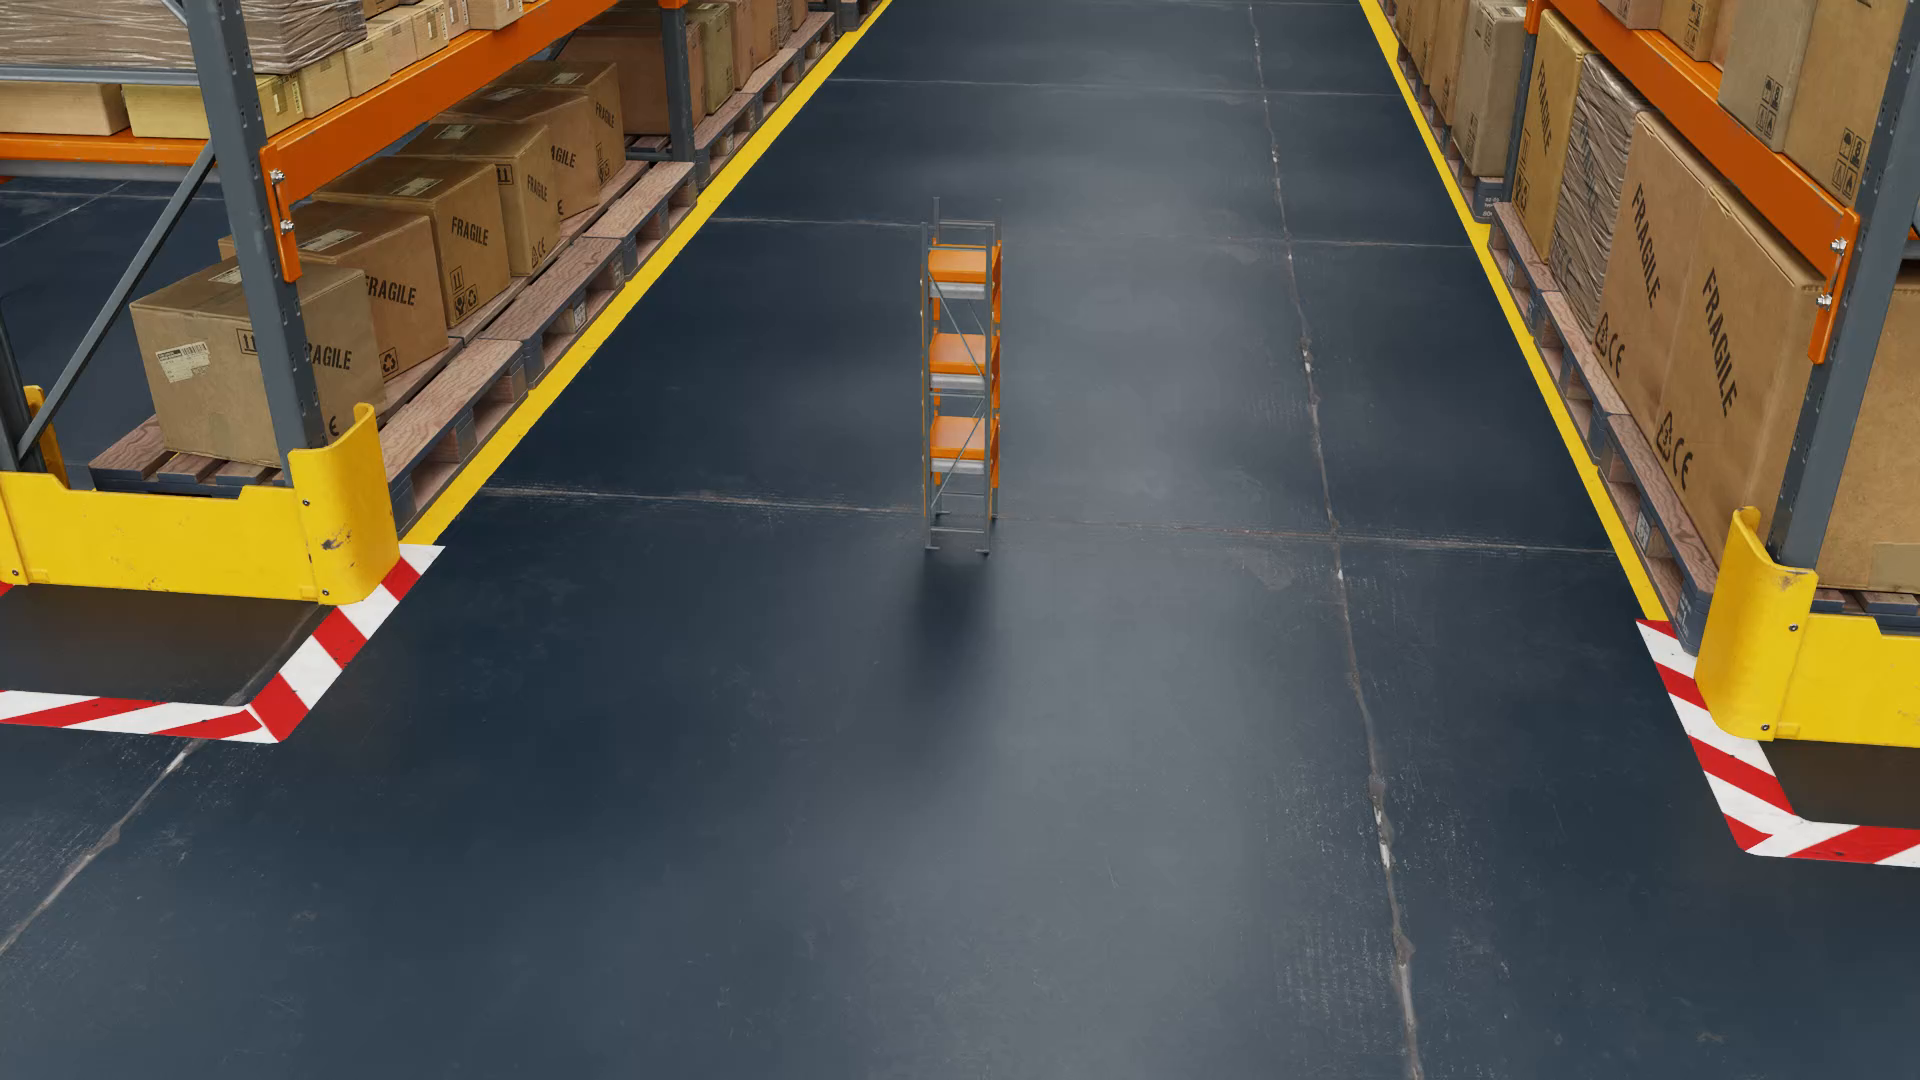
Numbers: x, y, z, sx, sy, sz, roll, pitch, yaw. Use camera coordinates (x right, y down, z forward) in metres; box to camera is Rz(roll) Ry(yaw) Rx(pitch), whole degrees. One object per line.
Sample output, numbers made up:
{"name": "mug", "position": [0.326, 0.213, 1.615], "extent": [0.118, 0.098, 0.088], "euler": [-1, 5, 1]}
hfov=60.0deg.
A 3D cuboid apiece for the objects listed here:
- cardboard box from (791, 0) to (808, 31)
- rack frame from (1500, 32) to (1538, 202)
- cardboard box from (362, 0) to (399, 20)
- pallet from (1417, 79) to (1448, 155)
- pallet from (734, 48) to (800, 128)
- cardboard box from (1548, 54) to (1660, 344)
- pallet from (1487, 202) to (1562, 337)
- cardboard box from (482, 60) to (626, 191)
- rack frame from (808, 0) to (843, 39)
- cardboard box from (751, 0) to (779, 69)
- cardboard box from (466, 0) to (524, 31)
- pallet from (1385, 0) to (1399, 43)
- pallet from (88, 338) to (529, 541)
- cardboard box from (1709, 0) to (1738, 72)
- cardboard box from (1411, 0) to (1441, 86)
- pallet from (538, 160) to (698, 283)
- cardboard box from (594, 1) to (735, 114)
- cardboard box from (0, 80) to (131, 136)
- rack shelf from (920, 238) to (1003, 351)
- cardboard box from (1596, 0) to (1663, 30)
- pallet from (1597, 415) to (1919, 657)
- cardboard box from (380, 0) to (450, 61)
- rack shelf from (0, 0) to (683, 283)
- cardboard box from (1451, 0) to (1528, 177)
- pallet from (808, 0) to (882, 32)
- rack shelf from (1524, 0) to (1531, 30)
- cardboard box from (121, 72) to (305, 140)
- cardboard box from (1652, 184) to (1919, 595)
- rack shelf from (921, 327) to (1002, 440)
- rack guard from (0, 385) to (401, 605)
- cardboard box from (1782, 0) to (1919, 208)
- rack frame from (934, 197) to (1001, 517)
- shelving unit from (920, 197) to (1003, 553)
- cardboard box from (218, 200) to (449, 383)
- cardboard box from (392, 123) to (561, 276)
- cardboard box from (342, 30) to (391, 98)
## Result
{"name": "cardboard box", "position": [-1.416, -3.747, 11.213], "extent": [0.700, 0.500, 0.500], "euler": [2, 28, 4]}
{"name": "rack frame", "position": [3.067, -2.751, 7.194], "extent": [1.000, 3.000, 0.127], "euler": [3, 28, 6]}
{"name": "cardboard box", "position": [-2.297, -1.879, 5.156], "extent": [0.875, 0.500, 0.500], "euler": [3, 28, 6]}
{"name": "pallet", "position": [3.234, -2.467, 9.607], "extent": [1.003, 0.211, 1.213], "euler": [3, 28, 6]}
{"name": "pallet", "position": [-1.603, -2.802, 10.228], "extent": [1.003, 0.211, 1.213], "euler": [3, 28, 6]}
{"name": "cardboard box", "position": [2.814, -1.284, 6.268], "extent": [0.875, 0.875, 0.875], "euler": [4, 29, 7]}
{"name": "pallet", "position": [2.896, -1.170, 7.199], "extent": [1.003, 0.211, 1.213], "euler": [3, 28, 6]}
{"name": "cardboard box", "position": [-1.932, -1.985, 7.965], "extent": [0.500, 0.500, 0.500], "euler": [3, 28, 5]}
{"name": "rack frame", "position": [-1.353, -4.970, 11.312], "extent": [1.000, 3.000, 0.127], "euler": [3, 28, 6]}
{"name": "cardboard box", "position": [-1.533, -3.217, 10.231], "extent": [0.700, 0.500, 0.500], "euler": [6, 29, 10]}
{"name": "cardboard box", "position": [-1.782, -1.914, 5.905], "extent": [0.380, 0.149, 0.250], "euler": [3, 28, 6]}
{"name": "pallet", "position": [3.654, -3.774, 12.033], "extent": [1.003, 0.211, 1.213], "euler": [3, 28, 6]}
{"name": "pallet", "position": [-2.190, -0.393, 5.756], "extent": [1.003, 0.211, 1.213], "euler": [3, 28, 6]}
{"name": "cardboard box", "position": [2.816, -1.628, 4.951], "extent": [0.875, 0.550, 0.550], "euler": [3, 28, 6]}
{"name": "cardboard box", "position": [3.289, -3.135, 9.836], "extent": [1.050, 0.750, 0.750], "euler": [4, 29, 7]}
{"name": "pallet", "position": [-1.891, -1.541, 7.888], "extent": [1.003, 0.211, 1.213], "euler": [3, 28, 6]}
{"name": "cardboard box", "position": [-1.670, -2.691, 9.255], "extent": [0.700, 0.500, 0.500], "euler": [3, 28, 6]}
{"name": "cardboard box", "position": [-2.504, -1.240, 4.653], "extent": [0.380, 0.149, 0.250], "euler": [3, 28, 6]}
{"name": "rack shelf", "position": [0.007, -0.728, 4.918], "extent": [0.215, 0.259, 0.240], "euler": [3, 28, 6]}
{"name": "cardboard box", "position": [2.806, -2.135, 5.893], "extent": [0.875, 0.550, 0.550], "euler": [3, 28, 6]}
{"name": "pallet", "position": [2.597, -0.022, 5.068], "extent": [1.003, 0.211, 1.213], "euler": [3, 28, 6]}
{"name": "cardboard box", "position": [-1.919, -1.683, 5.477], "extent": [0.380, 0.149, 0.250], "euler": [3, 28, 6]}
{"name": "rack shelf", "position": [-2.089, -1.829, 6.241], "extent": [1.077, 0.370, 4.000], "euler": [3, 28, 6]}
{"name": "cardboard box", "position": [3.054, -2.243, 8.180], "extent": [1.050, 0.750, 0.750], "euler": [3, 28, 6]}
{"name": "pallet", "position": [-1.182, -4.109, 12.654], "extent": [1.003, 0.211, 1.213], "euler": [3, 28, 6]}
{"name": "rack shelf", "position": [3.312, -3.376, 9.112], "extent": [1.077, 0.370, 4.000], "euler": [3, 28, 6]}
{"name": "cardboard box", "position": [-2.062, -1.214, 4.605], "extent": [0.380, 0.149, 0.250], "euler": [3, 28, 6]}
{"name": "cardboard box", "position": [2.594, -0.441, 4.703], "extent": [0.875, 0.875, 0.875], "euler": [4, 29, 6]}
{"name": "rack shelf", "position": [0.007, -0.478, 5.053], "extent": [0.215, 0.259, 0.240], "euler": [3, 28, 6]}
{"name": "rack guard", "position": [-2.324, -0.139, 4.982], "extent": [1.175, 0.500, 0.348], "euler": [3, 28, 6]}
{"name": "cardboard box", "position": [2.577, -1.112, 3.993], "extent": [0.875, 0.550, 0.550], "euler": [3, 28, 6]}
{"name": "rack frame", "position": [0.022, -0.545, 5.154], "extent": [0.200, 1.050, 0.008], "euler": [3, 28, 6]}
{"name": "shelving unit", "position": [0.007, -0.487, 5.048], "extent": [0.215, 1.050, 0.252], "euler": [3, 28, 6]}
{"name": "cardboard box", "position": [-2.201, -0.865, 5.886], "extent": [0.500, 0.500, 0.500], "euler": [11, 30, 19]}
{"name": "cardboard box", "position": [-1.993, -1.419, 6.913], "extent": [0.500, 0.500, 0.500], "euler": [1, 28, 2]}
{"name": "cardboard box", "position": [-1.967, -1.447, 5.039], "extent": [0.380, 0.149, 0.250], "euler": [3, 28, 6]}
